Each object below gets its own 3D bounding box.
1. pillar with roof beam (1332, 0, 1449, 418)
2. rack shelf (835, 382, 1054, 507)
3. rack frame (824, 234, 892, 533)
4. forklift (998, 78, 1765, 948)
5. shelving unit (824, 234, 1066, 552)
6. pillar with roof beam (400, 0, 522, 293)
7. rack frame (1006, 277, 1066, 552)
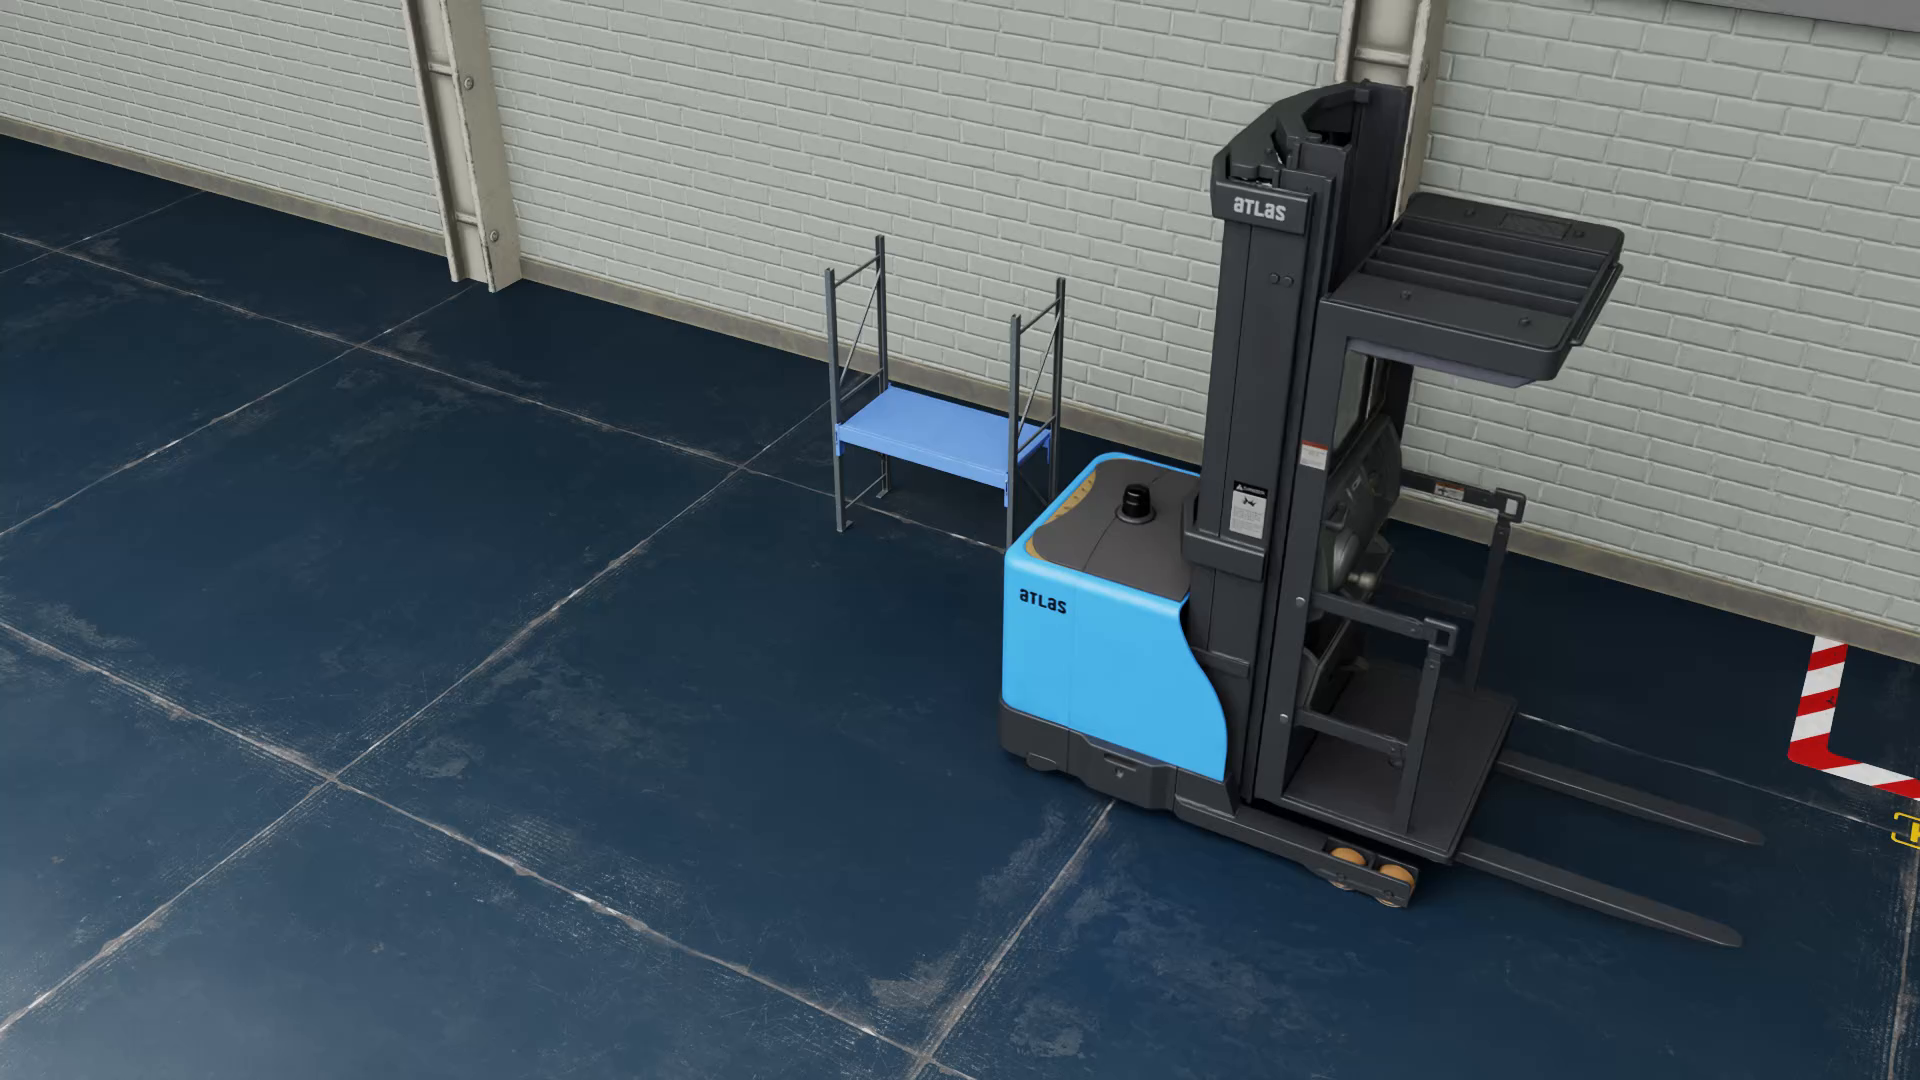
[{"bbox_3d":[-0.176,-1.828,3.376,0.400,9.000,9.100,18,37,24],"label":"pillar with roof beam"},{"bbox_3d":[-0.074,-0.498,8.469,1.000,0.185,0.538,18,37,24],"label":"rack shelf"},{"bbox_3d":[-0.515,-0.788,8.579,0.032,1.500,0.500,18,37,24],"label":"rack frame"},{"bbox_3d":[1.706,-0.109,6.269,3.031,2.935,1.130,17,37,24],"label":"forklift"},{"bbox_3d":[-0.074,-0.648,8.370,1.048,1.500,0.538,18,37,24],"label":"shelving unit"},{"bbox_3d":[-5.386,-3.478,5.854,0.400,9.000,9.100,18,37,24],"label":"pillar with roof beam"},{"bbox_3d":[0.367,-0.508,8.160,0.032,1.500,0.500,18,37,24],"label":"rack frame"}]
